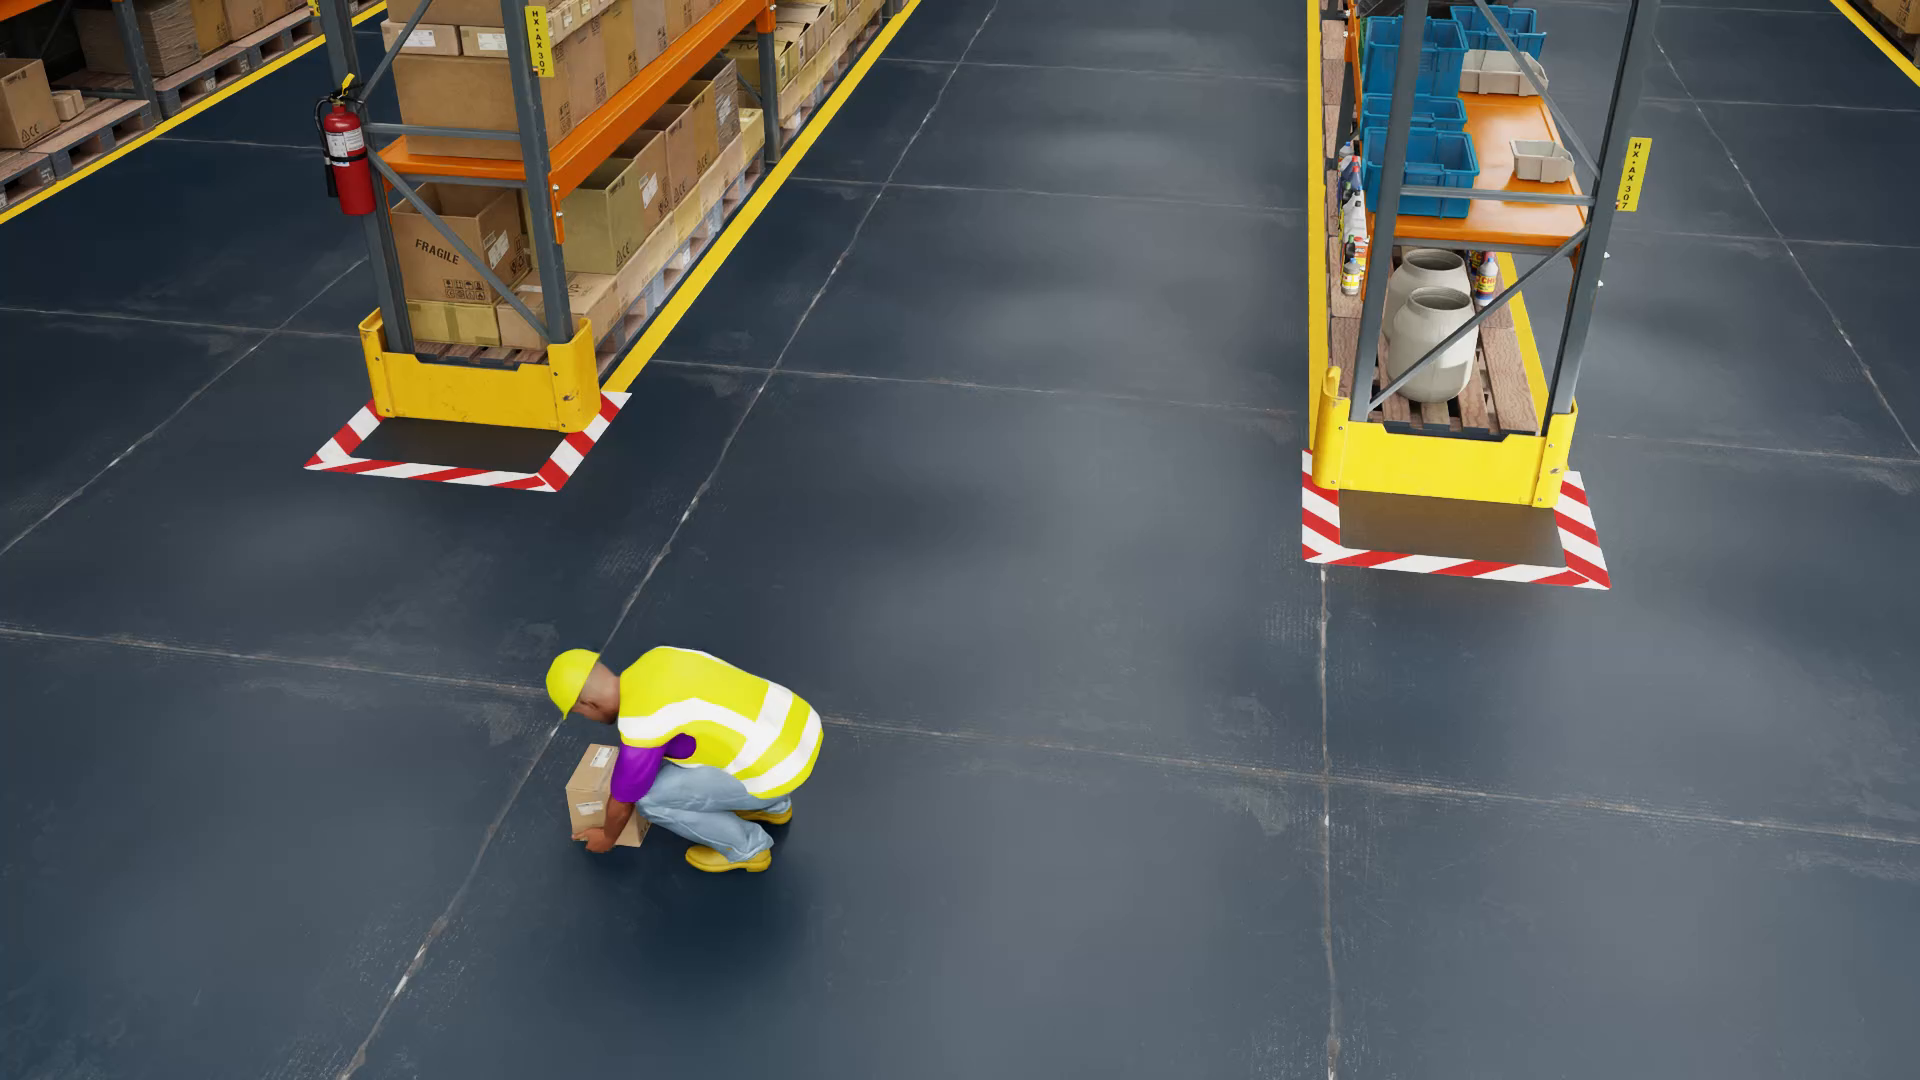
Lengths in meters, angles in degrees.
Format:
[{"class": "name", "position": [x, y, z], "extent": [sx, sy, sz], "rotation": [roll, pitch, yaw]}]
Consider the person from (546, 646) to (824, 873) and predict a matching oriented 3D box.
[{"class": "person", "position": [-0.959, 0.774, 5.863], "extent": [0.925, 0.886, 0.547], "rotation": [5, 33, 8]}]
